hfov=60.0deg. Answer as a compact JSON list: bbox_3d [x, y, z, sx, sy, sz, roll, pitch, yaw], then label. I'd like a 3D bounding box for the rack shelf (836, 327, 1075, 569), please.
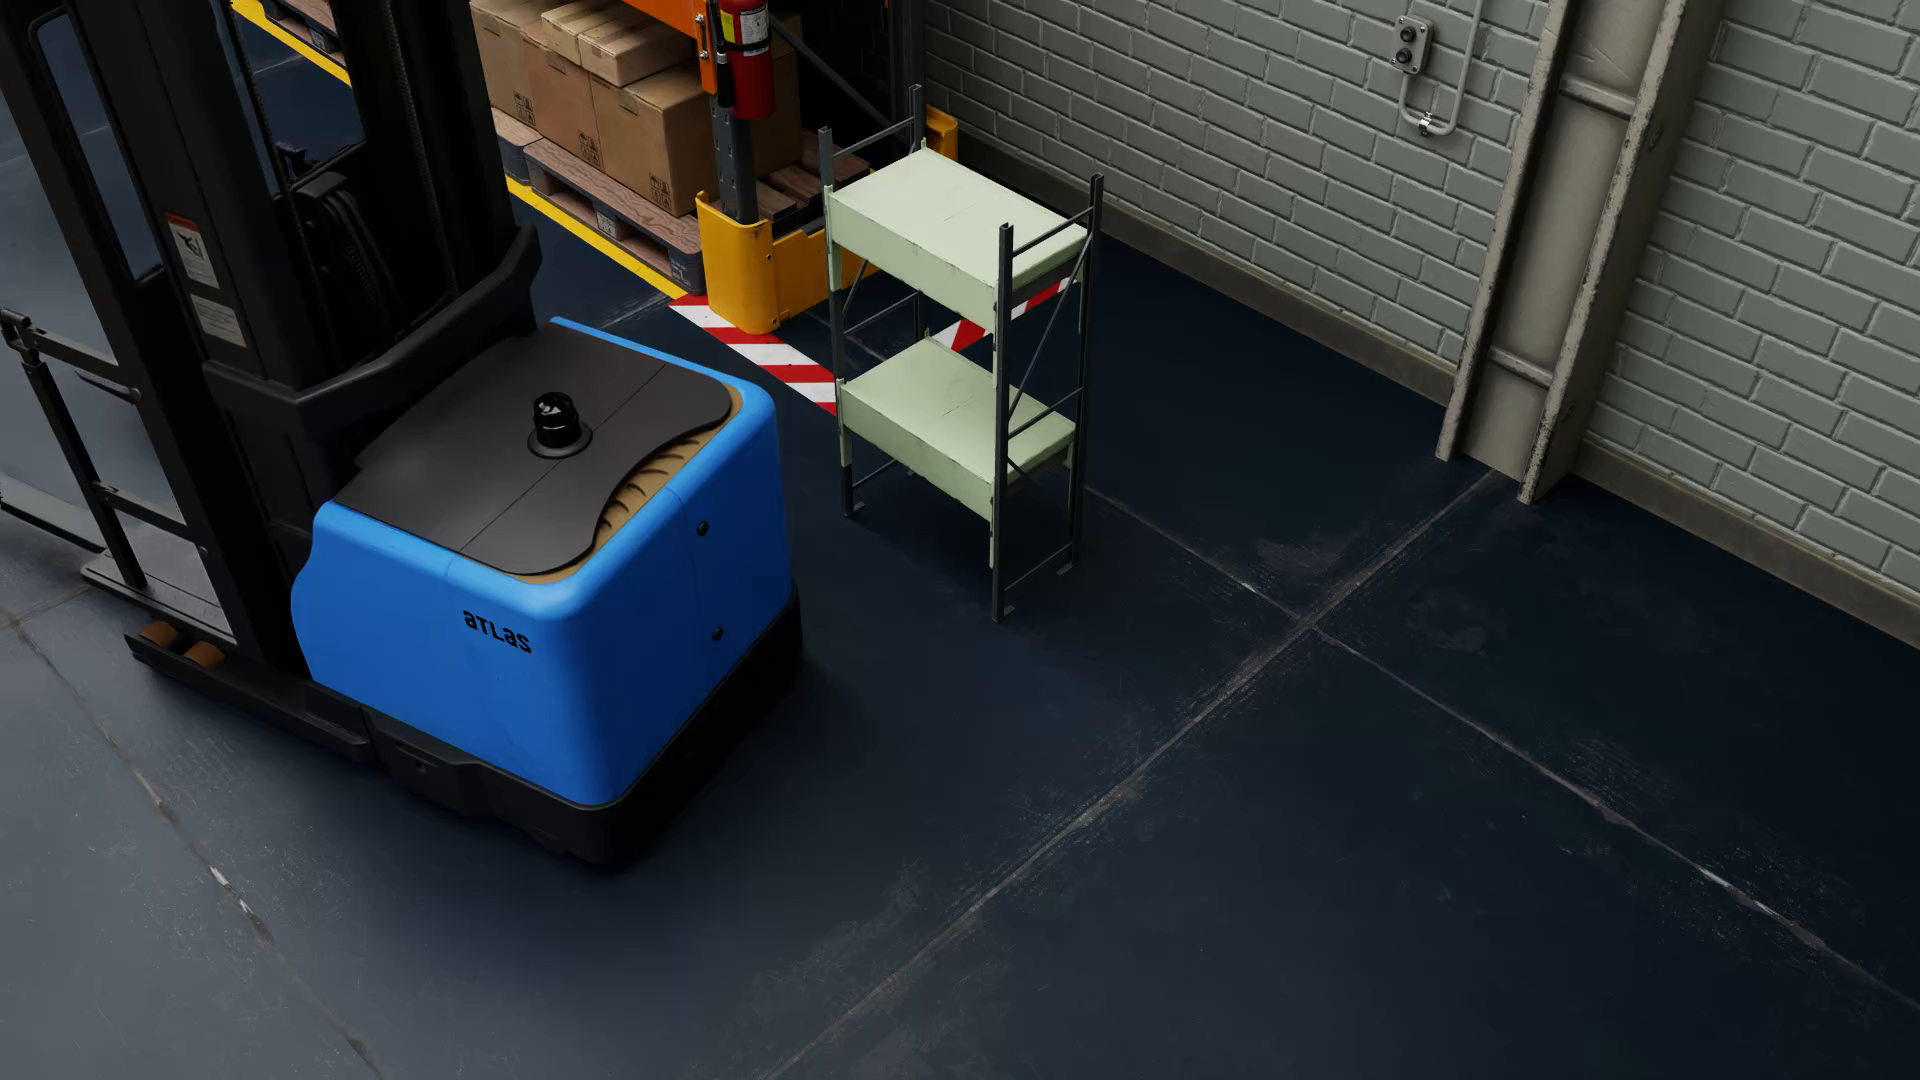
[{"bbox_3d":[-0.005,-0.315,5.466,0.431,0.370,0.720,-34,53,-31],"label":"rack shelf"}]

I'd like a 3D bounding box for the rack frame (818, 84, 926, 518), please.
[{"bbox_3d":[-0.263,-0.730,5.435,0.400,1.500,0.023,-34,53,-31],"label":"rack frame"}]

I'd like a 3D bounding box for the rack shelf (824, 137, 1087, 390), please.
[{"bbox_3d":[-0.005,-0.841,4.980,0.431,0.370,0.720,-34,53,-31],"label":"rack shelf"}]

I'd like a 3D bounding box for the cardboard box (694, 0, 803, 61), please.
[{"bbox_3d":[-0.870,-2.072,6.837,0.380,0.149,0.250,-34,52,-31],"label":"cardboard box"}]

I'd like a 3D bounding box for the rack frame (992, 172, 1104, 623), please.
[{"bbox_3d":[0.254,-0.378,5.054,0.400,1.500,0.023,-34,53,-31],"label":"rack frame"}]

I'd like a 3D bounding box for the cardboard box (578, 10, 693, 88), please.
[{"bbox_3d":[-1.320,-2.011,6.771,0.250,0.149,0.380,34,52,31],"label":"cardboard box"}]

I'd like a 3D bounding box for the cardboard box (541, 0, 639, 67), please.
[{"bbox_3d":[-1.501,-2.133,6.903,0.380,0.149,0.250,-33,52,-30],"label":"cardboard box"}]

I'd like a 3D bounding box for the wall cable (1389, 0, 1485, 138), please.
[{"bbox_3d":[1.039,-2.485,5.480,0.084,1.984,1.851,-34,53,-31],"label":"wall cable"}]

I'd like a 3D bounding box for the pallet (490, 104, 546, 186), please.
[{"bbox_3d":[-2.012,-2.182,7.956,1.003,0.211,1.213,-34,53,-31],"label":"pallet"}]

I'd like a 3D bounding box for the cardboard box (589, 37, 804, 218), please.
[{"bbox_3d":[-1.100,-1.798,7.018,0.700,0.500,0.500,-34,53,-31],"label":"cardboard box"}]

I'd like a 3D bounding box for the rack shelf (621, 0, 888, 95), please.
[{"bbox_3d":[-1.947,-2.971,7.285,1.077,0.370,4.000,-34,53,-31],"label":"rack shelf"}]

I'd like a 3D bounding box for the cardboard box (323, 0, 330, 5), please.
[{"bbox_3d":[-2.904,-3.024,8.344,0.700,0.500,0.500,-33,52,-31],"label":"cardboard box"}]

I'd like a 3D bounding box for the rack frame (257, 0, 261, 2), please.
[{"bbox_3d":[-3.360,-4.196,8.080,1.000,3.000,0.127,-34,53,-31],"label":"rack frame"}]

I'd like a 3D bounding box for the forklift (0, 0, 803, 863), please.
[{"bbox_3d":[-2.045,-0.890,4.553,3.031,2.935,1.130,20,46,20],"label":"forklift"}]

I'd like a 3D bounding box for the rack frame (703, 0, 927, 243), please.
[{"bbox_3d":[-0.535,-2.274,6.000,1.000,3.000,0.127,-34,53,-31],"label":"rack frame"}]

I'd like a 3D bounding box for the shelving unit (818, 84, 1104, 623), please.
[{"bbox_3d":[-0.005,-0.554,5.244,0.431,1.500,0.755,-34,53,-31],"label":"shelving unit"}]

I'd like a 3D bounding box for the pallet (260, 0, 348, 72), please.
[{"bbox_3d":[-2.878,-2.769,8.591,1.003,0.211,1.213,-34,53,-31],"label":"pallet"}]

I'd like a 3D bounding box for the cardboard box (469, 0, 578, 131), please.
[{"bbox_3d":[-1.809,-2.280,7.540,0.500,0.500,0.700,32,52,30],"label":"cardboard box"}]

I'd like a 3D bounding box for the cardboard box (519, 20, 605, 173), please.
[{"bbox_3d":[-1.453,-2.039,7.279,0.500,0.500,0.700,34,53,31],"label":"cardboard box"}]

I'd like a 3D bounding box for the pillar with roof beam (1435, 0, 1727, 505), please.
[{"bbox_3d":[-1.064,-1.531,0.776,9.100,9.000,0.400,-34,53,-31],"label":"pillar with roof beam"}]

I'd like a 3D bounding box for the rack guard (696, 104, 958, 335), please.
[{"bbox_3d":[-0.518,-1.344,6.836,1.175,0.500,0.348,-34,53,-31],"label":"rack guard"}]

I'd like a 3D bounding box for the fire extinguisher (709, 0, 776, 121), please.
[{"bbox_3d":[-0.755,-1.815,5.836,0.296,0.674,0.183,-34,53,-31],"label":"fire extinguisher"}]

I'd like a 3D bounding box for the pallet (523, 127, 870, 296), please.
[{"bbox_3d":[-1.155,-1.596,7.322,1.003,0.211,1.213,-34,53,-31],"label":"pallet"}]
